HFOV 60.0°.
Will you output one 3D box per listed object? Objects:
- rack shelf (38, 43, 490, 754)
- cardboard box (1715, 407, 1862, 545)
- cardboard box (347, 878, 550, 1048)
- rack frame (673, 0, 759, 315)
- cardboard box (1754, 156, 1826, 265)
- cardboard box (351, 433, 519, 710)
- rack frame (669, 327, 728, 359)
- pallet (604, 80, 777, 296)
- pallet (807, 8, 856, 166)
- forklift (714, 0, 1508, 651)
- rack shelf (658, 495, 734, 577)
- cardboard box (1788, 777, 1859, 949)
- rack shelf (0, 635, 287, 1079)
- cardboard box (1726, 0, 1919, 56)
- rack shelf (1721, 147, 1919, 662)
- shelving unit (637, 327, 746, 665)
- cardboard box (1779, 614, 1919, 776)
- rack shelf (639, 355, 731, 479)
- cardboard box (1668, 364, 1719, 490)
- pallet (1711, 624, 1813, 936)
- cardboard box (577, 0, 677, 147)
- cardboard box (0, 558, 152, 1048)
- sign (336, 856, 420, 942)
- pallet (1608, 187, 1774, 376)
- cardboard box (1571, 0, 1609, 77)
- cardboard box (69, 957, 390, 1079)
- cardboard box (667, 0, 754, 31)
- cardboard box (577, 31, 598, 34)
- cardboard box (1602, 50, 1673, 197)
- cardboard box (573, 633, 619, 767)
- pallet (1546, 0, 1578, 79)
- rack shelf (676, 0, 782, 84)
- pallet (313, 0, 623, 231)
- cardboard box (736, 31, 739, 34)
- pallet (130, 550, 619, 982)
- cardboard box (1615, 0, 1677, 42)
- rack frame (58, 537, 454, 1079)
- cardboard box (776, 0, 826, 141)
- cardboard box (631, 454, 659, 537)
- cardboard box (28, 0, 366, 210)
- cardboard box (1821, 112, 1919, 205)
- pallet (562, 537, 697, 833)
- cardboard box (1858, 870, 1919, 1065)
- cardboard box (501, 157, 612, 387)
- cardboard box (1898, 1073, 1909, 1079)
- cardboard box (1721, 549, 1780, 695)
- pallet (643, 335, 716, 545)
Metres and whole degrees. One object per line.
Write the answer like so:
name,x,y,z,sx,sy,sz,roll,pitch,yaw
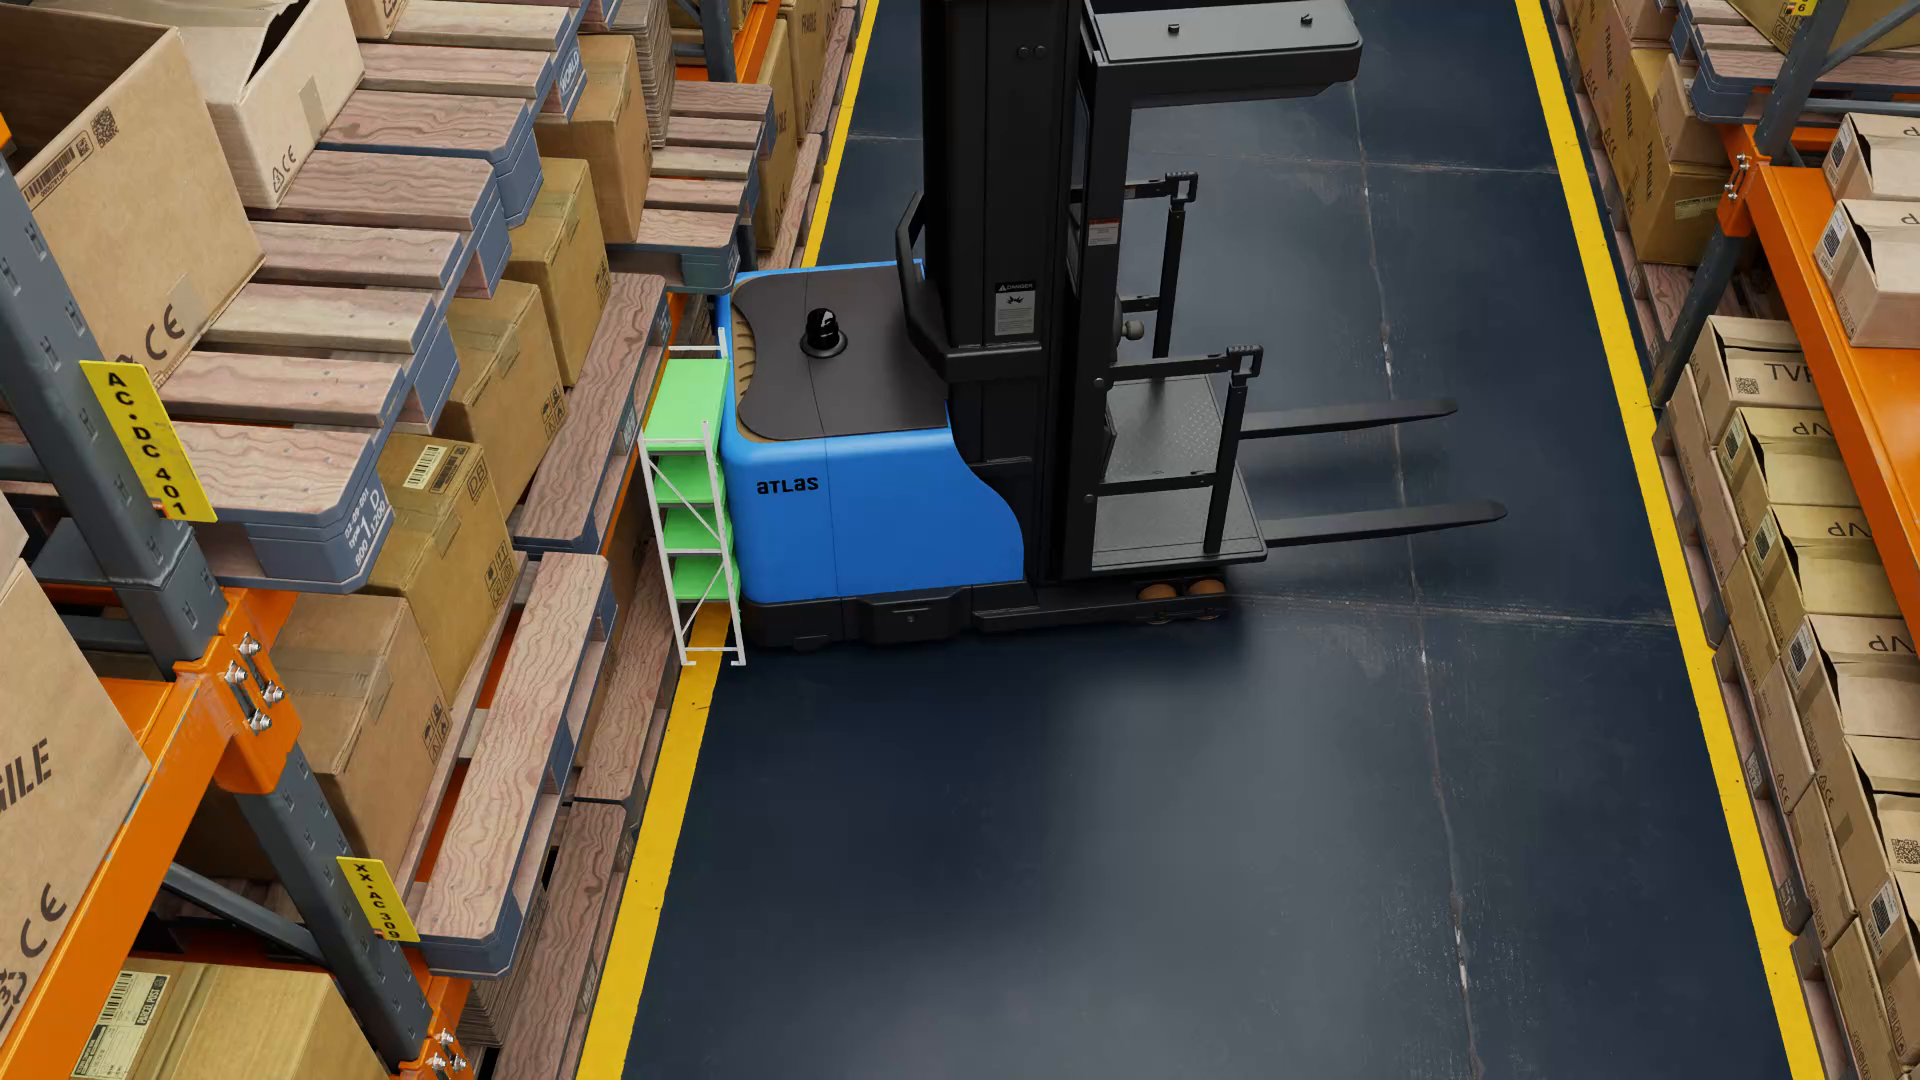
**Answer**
rack shelf,-1.572,-1.226,4.319,1.077,0.370,4.000,4,48,4
cardboard box,3.164,-0.247,6.167,0.500,0.311,0.500,3,48,3
cardboard box,-1.704,1.167,5.072,0.700,0.500,0.500,5,48,5
rack frame,-1.390,-1.926,6.504,1.000,3.000,0.127,4,48,4
cardboard box,3.912,-1.600,7.603,0.500,0.500,0.500,2,48,2
cardboard box,-1.616,0.050,4.332,0.700,0.500,0.500,8,48,8
rack frame,-0.928,-0.304,6.168,0.240,1.200,0.015,0,45,1
pallet,-1.349,-1.330,6.090,1.213,0.211,1.003,4,48,4
pallet,-1.129,-2.453,8.876,1.003,0.211,1.213,4,48,4
forklift,0.622,-1.046,5.746,3.031,2.935,1.130,-5,48,-5
rack shelf,-0.929,-0.087,6.040,0.258,0.148,0.480,0,45,1
cardboard box,3.022,1.059,5.354,0.500,0.250,0.500,5,48,4
rack shelf,-1.937,1.714,1.630,1.077,0.370,4.000,4,48,4
cardboard box,3.488,-2.241,6.441,0.700,0.500,0.500,-11,48,-10
rack shelf,3.361,0.117,5.124,1.077,0.370,4.000,4,48,4
shelving unit,-0.930,-0.132,5.995,0.258,1.200,0.503,0,45,1
cardboard box,3.069,0.506,5.479,0.500,0.311,0.500,3,48,3
rack shelf,-0.935,-0.426,5.701,0.258,0.148,0.480,0,45,1
cardboard box,3.203,-0.444,6.728,0.500,0.250,0.500,4,48,3
pallet,3.316,0.842,5.863,1.003,0.211,1.213,4,48,4
cardboard box,-1.423,-1.762,5.989,0.700,0.500,0.500,-1,48,-1
cardboard box,-1.555,0.350,2.309,0.500,0.500,0.500,5,48,5
sign,-1.214,0.752,3.468,0.100,0.325,0.005,4,48,4
pallet,3.649,-1.200,7.731,1.003,0.211,1.213,4,48,4
cardboard box,3.531,-2.741,8.646,0.500,0.500,0.500,4,48,4
cardboard box,-1.490,1.173,3.251,0.500,0.500,0.500,4,48,3
cardboard box,-1.091,-2.406,6.661,0.500,0.500,0.500,5,48,5
cardboard box,-1.406,-1.834,5.615,0.380,0.149,0.250,-3,48,-3
cardboard box,3.442,-1.983,7.953,0.500,0.500,0.500,2,48,2
cardboard box,-1.620,0.412,5.763,0.700,0.500,0.500,4,48,4
pallet,3.871,-2.993,9.371,1.003,0.211,1.213,4,48,4
rack shelf,-1.208,-3.153,8.114,1.077,0.370,4.000,4,48,4
pallet,-1.501,-1.144,3.884,1.213,0.211,1.003,4,48,4
cardboard box,-1.098,-2.259,6.966,0.380,0.149,0.250,4,48,4
pallet,-1.540,0.527,4.392,1.003,0.211,1.213,4,48,4
cardboard box,3.485,-2.650,8.055,0.500,0.250,0.500,3,48,3
rack frame,-1.755,1.014,3.816,1.000,3.000,0.127,4,48,4
cardboard box,-1.106,-2.517,8.217,0.750,0.750,0.750,4,48,3
cardboard box,-1.567,-0.327,6.438,0.700,0.500,0.500,4,48,3
cardboard box,-1.569,-0.959,3.364,0.500,0.311,0.500,5,48,5
cardboard box,3.467,-1.301,5.993,0.500,0.311,0.500,7,48,6
pallet,-1.577,0.484,6.191,1.003,0.211,1.213,4,48,4
cardboard box,2.971,1.241,4.806,0.500,0.311,0.500,5,48,5
cardboard box,-1.514,-0.845,5.150,0.700,0.500,0.500,4,48,4
cardboard box,2.928,1.806,4.670,0.500,0.250,0.500,3,48,3
cardboard box,3.117,0.308,6.040,0.500,0.250,0.500,3,48,2
pallet,-1.463,-0.410,7.008,1.003,0.211,1.213,4,48,4
